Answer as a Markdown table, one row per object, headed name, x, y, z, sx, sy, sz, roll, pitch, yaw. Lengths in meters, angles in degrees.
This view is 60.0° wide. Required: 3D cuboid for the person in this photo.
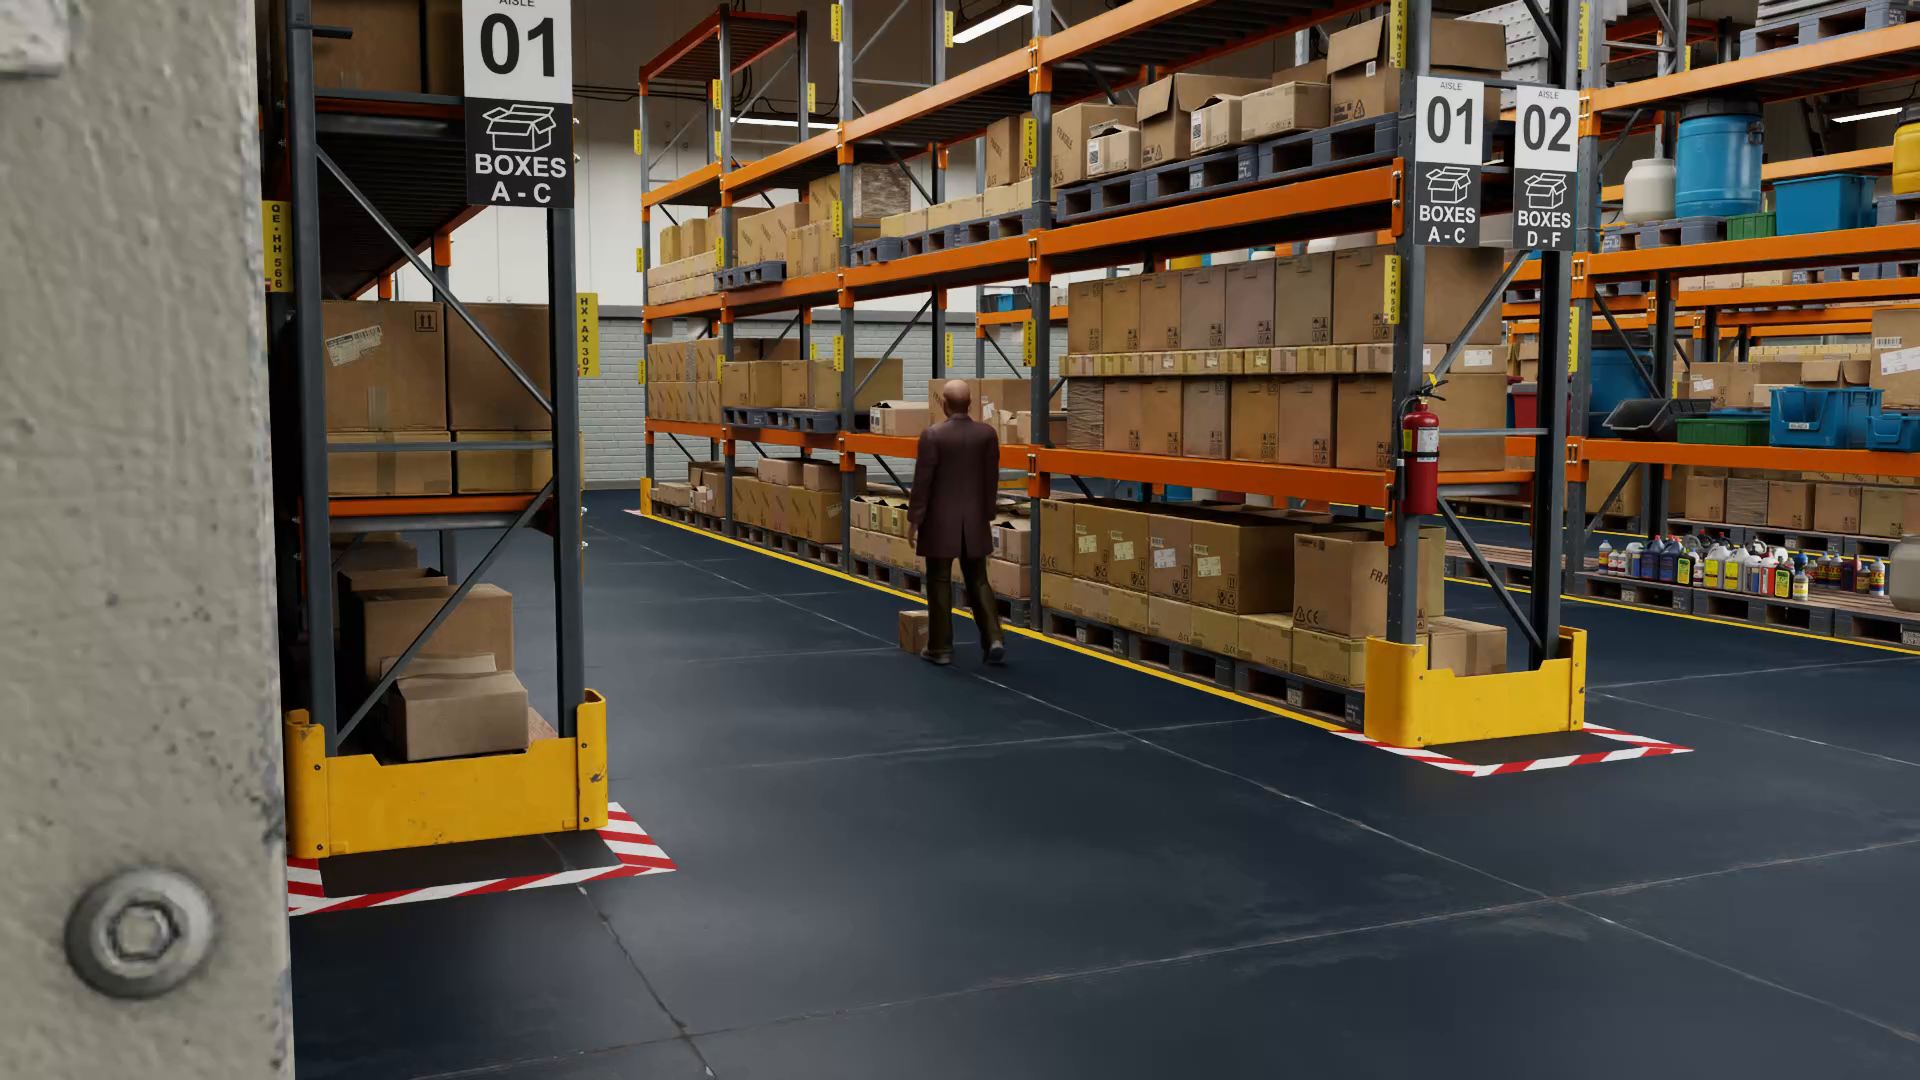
| name | x | y | z | sx | sy | sz | roll | pitch | yaw |
| --- | --- | --- | --- | --- | --- | --- | --- | --- | --- |
| person | -0.053 | -0.078 | 10.401 | 0.601 | 1.848 | 0.561 | -2 | 6 | -23 |
